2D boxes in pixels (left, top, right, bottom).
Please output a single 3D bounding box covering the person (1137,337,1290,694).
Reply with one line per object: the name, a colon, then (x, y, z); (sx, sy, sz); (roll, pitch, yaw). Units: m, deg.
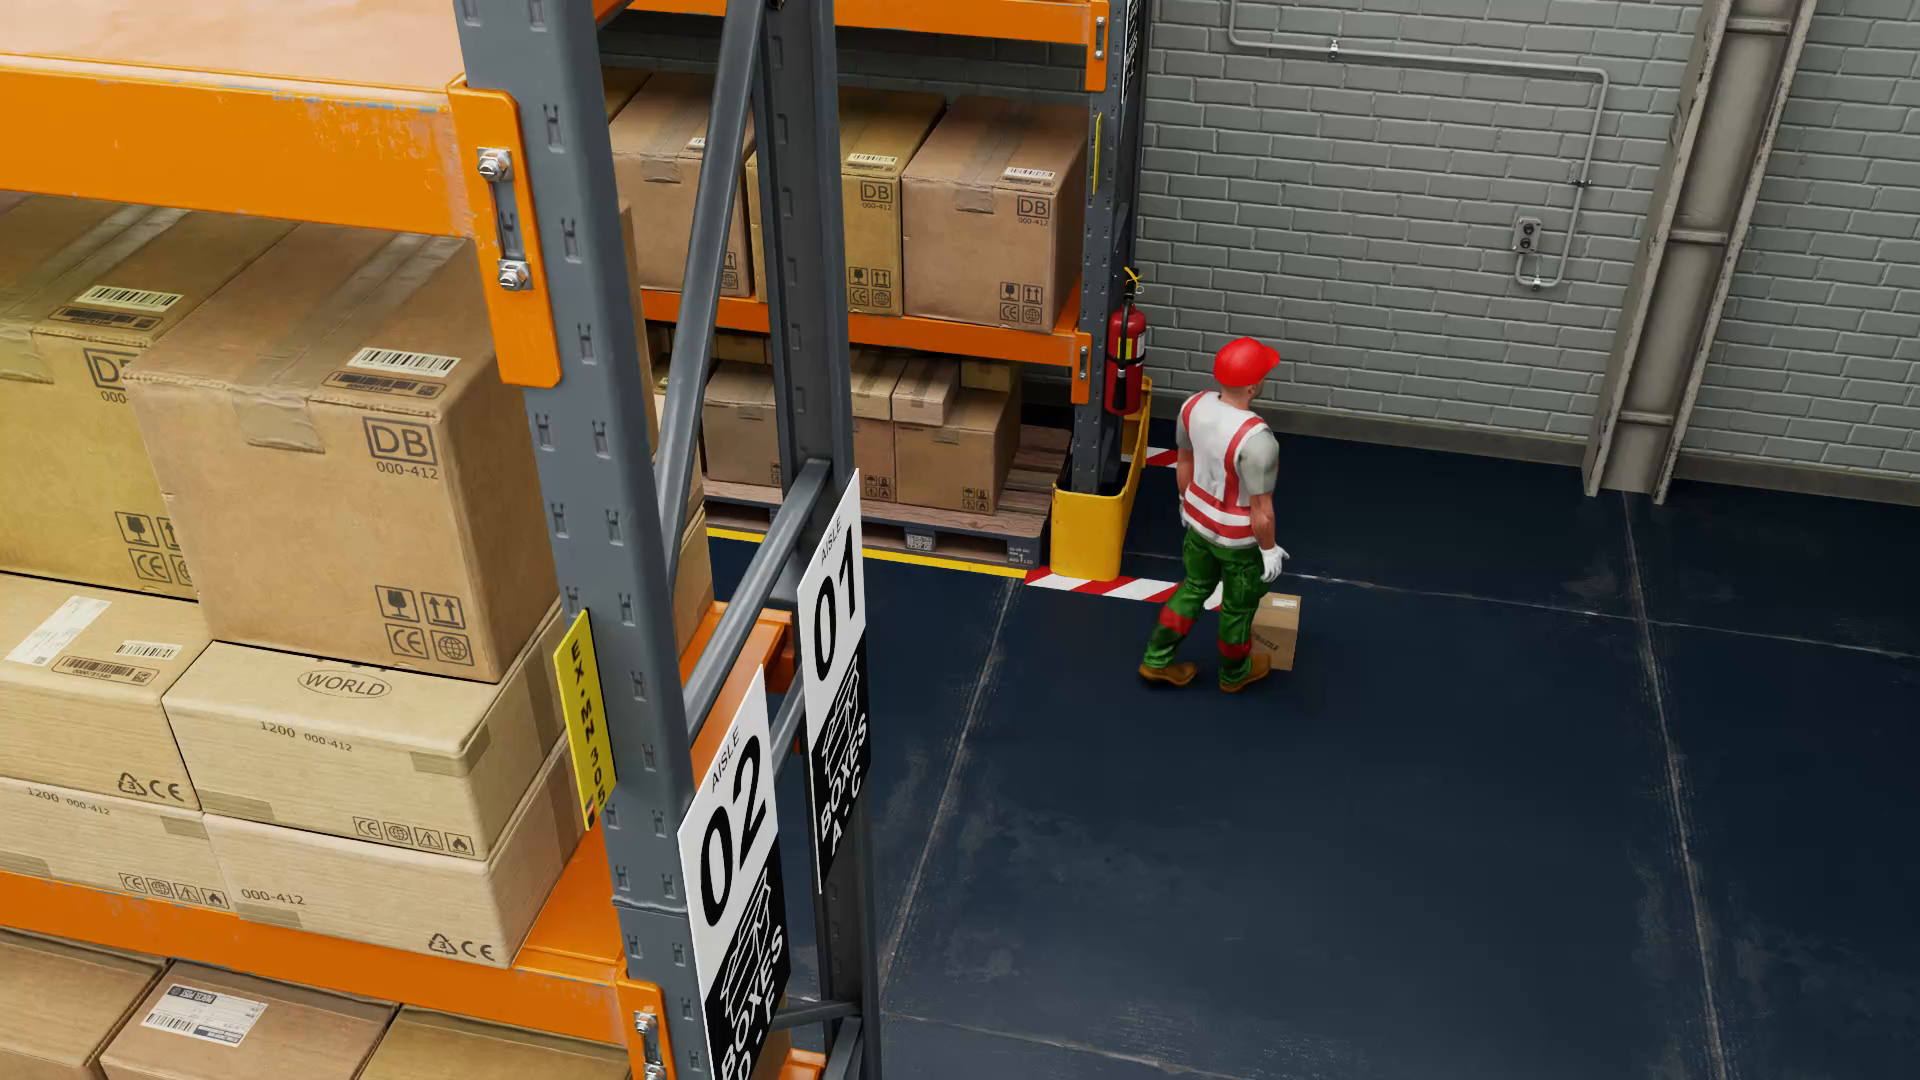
person: (1.153, -0.061, 7.022); (0.600, 1.799, 0.564); (-21, 41, -26)
